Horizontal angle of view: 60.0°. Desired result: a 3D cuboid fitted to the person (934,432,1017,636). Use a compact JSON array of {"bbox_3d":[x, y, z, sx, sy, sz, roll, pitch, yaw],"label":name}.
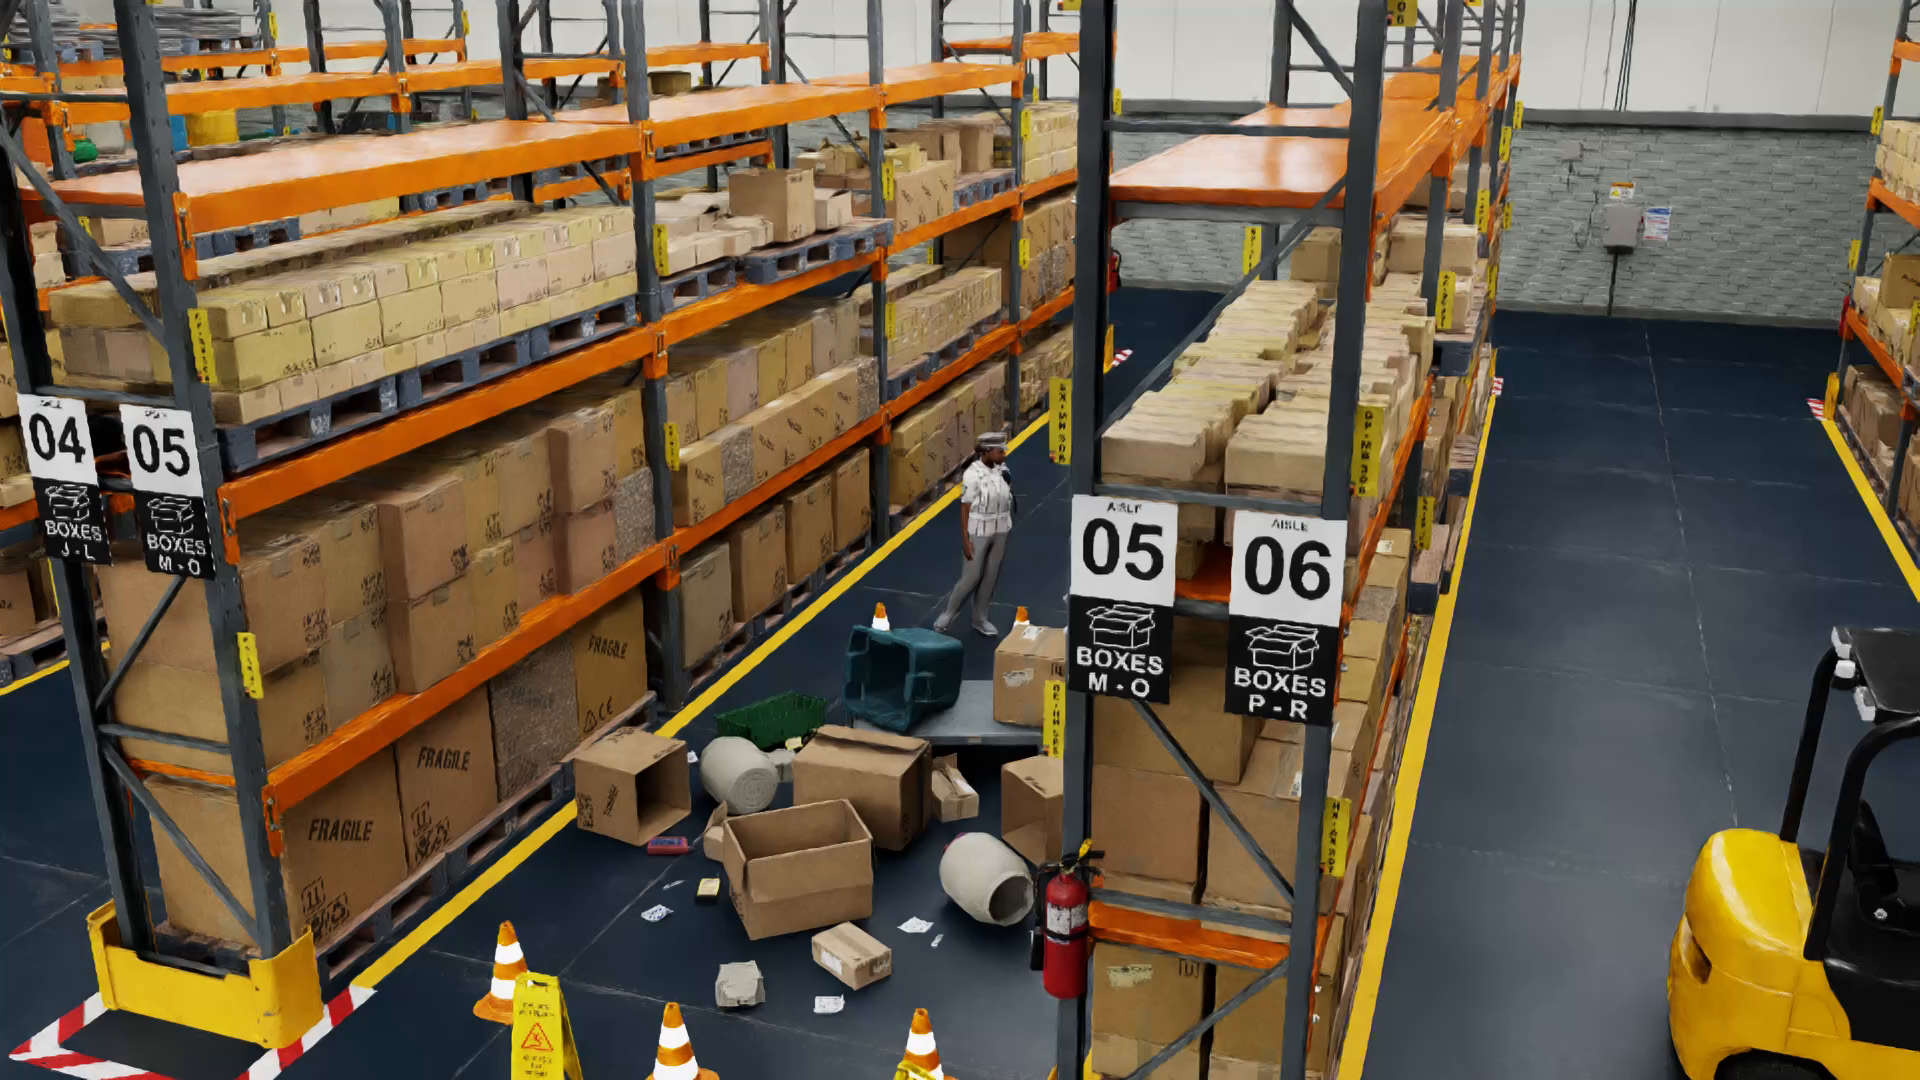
[{"bbox_3d":[0.123,-0.043,13.038,0.637,1.651,0.450,-12,22,-31],"label":"person"}]
